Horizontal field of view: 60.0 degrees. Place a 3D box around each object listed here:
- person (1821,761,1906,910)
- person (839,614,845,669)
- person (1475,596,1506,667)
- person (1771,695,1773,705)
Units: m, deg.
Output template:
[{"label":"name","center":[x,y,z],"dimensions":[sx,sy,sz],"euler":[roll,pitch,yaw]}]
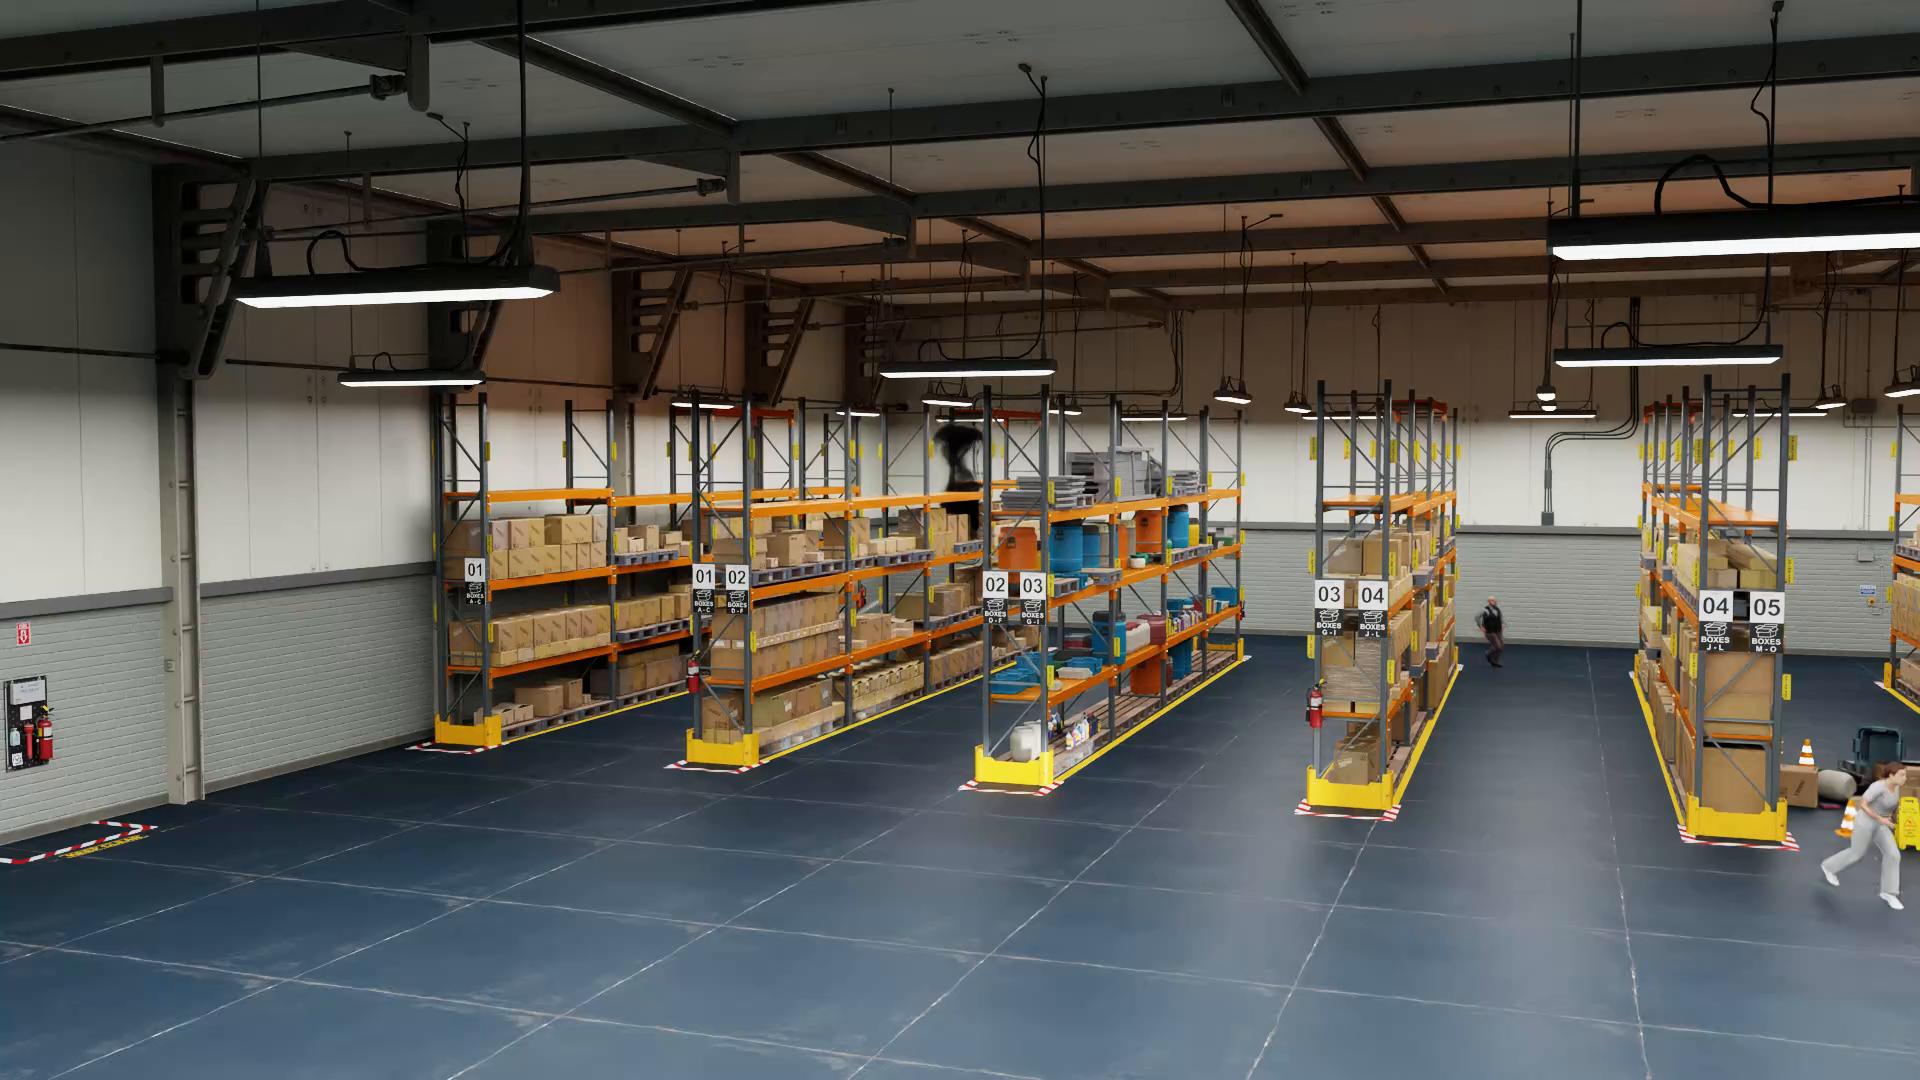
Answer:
[{"label":"person","center":[10.131,3.231,18.612],"dimensions":[0.601,1.625,1.003],"euler":[-2,4,-31]},{"label":"person","center":[-2.484,2.340,35.954],"dimensions":[0.644,1.579,0.936],"euler":[2,3,29]},{"label":"person","center":[12.325,2.130,38.480],"dimensions":[0.750,1.663,0.531],"euler":[-2,3,-27]},{"label":"person","center":[15.590,2.462,32.261],"dimensions":[0.672,1.731,0.801],"euler":[1,3,13]}]
